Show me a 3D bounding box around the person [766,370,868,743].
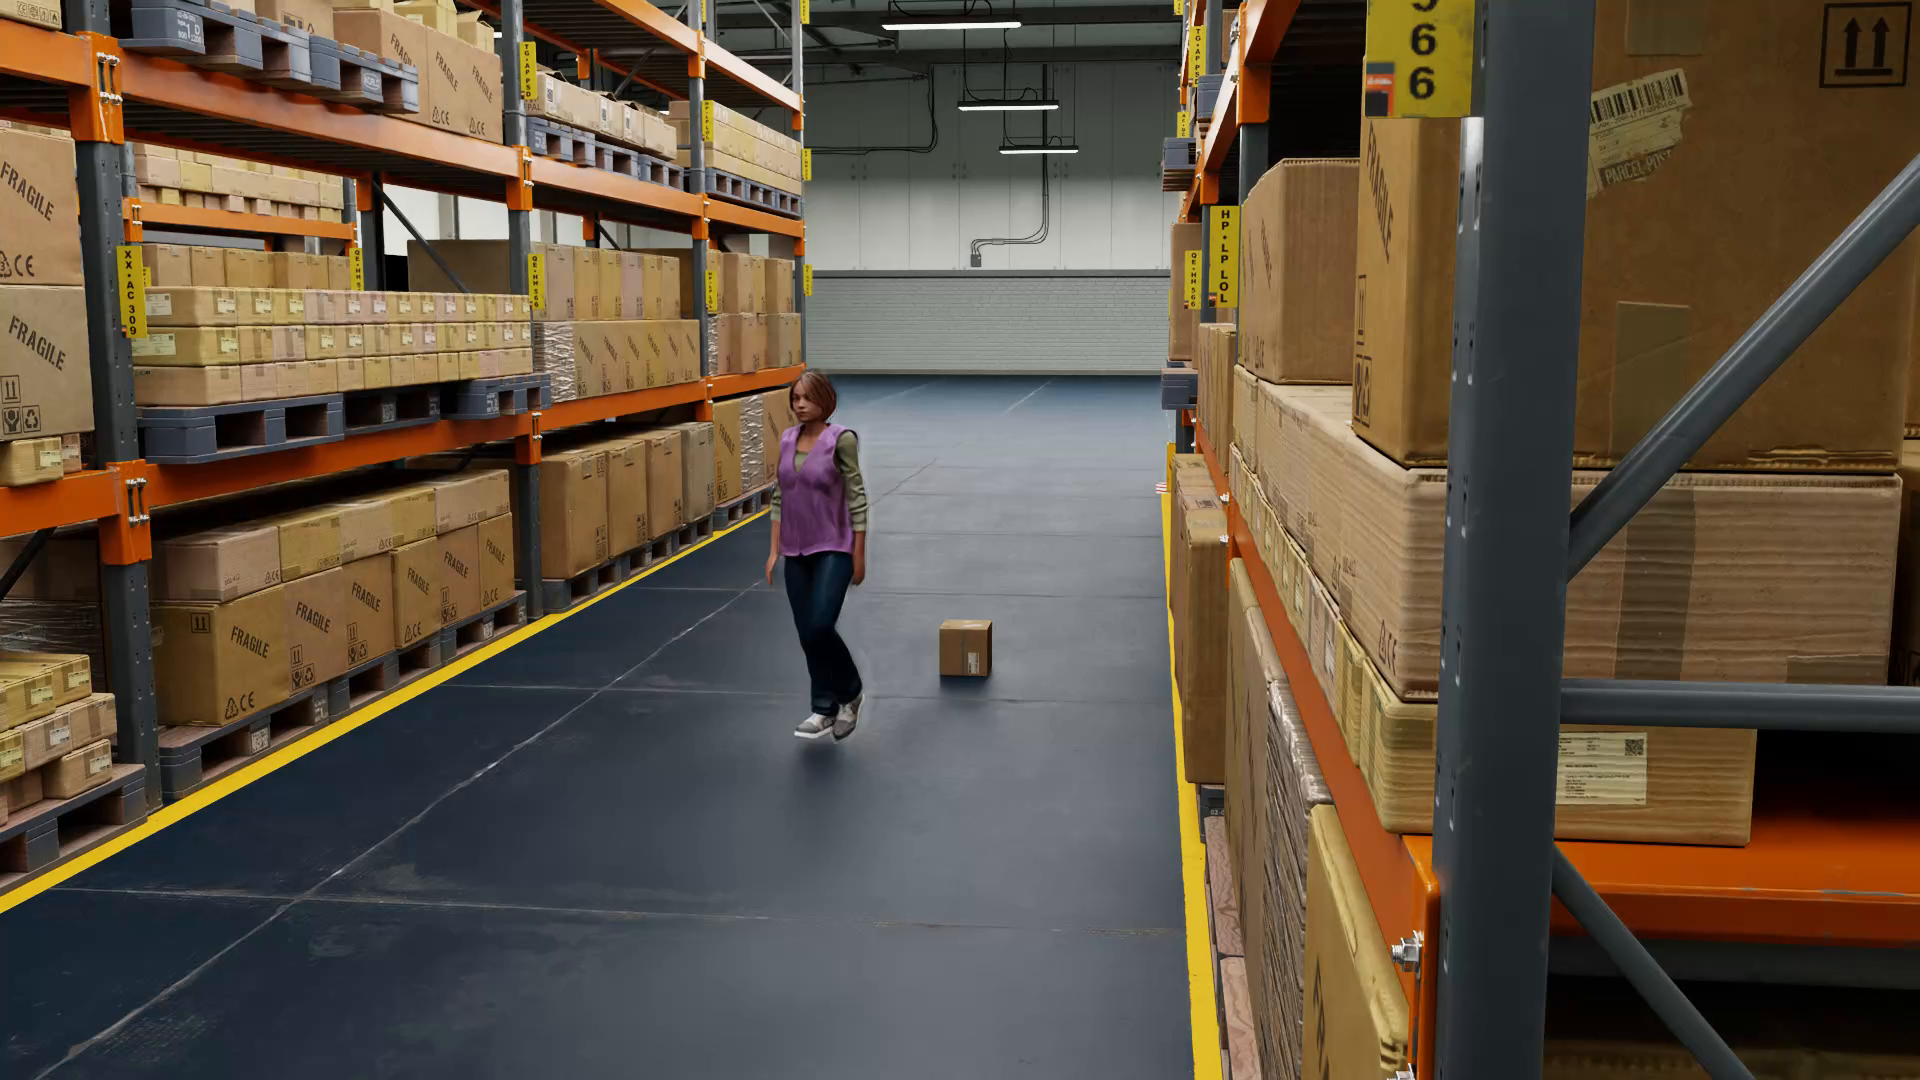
[{"bbox_3d":[-0.617,0.076,7.111,0.422,1.598,0.399,5,9,31],"label":"person"}]
